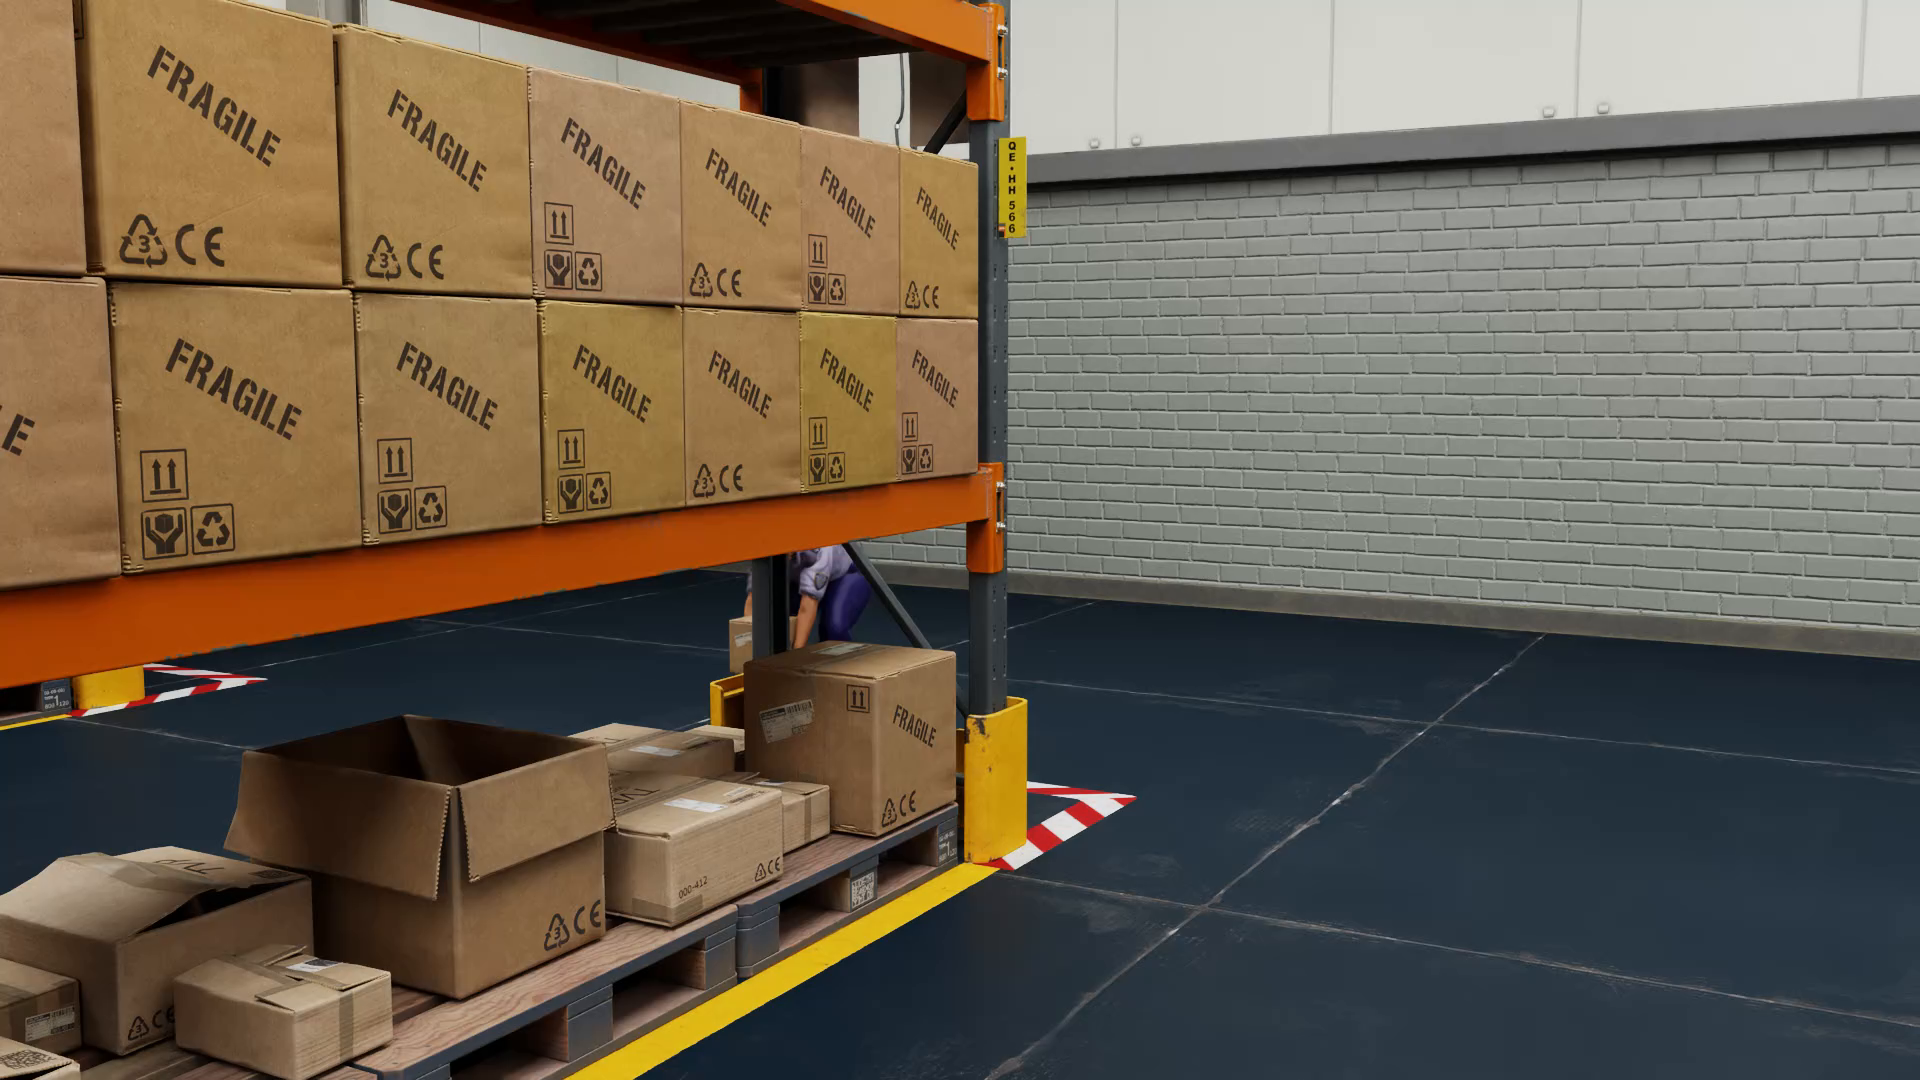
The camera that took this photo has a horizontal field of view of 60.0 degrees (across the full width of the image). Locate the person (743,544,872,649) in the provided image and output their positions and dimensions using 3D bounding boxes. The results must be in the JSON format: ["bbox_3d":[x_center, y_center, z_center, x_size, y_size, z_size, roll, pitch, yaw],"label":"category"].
[{"bbox_3d":[-0.753,0.332,8.178,0.514,0.945,0.866,3,7,26],"label":"person"}]
